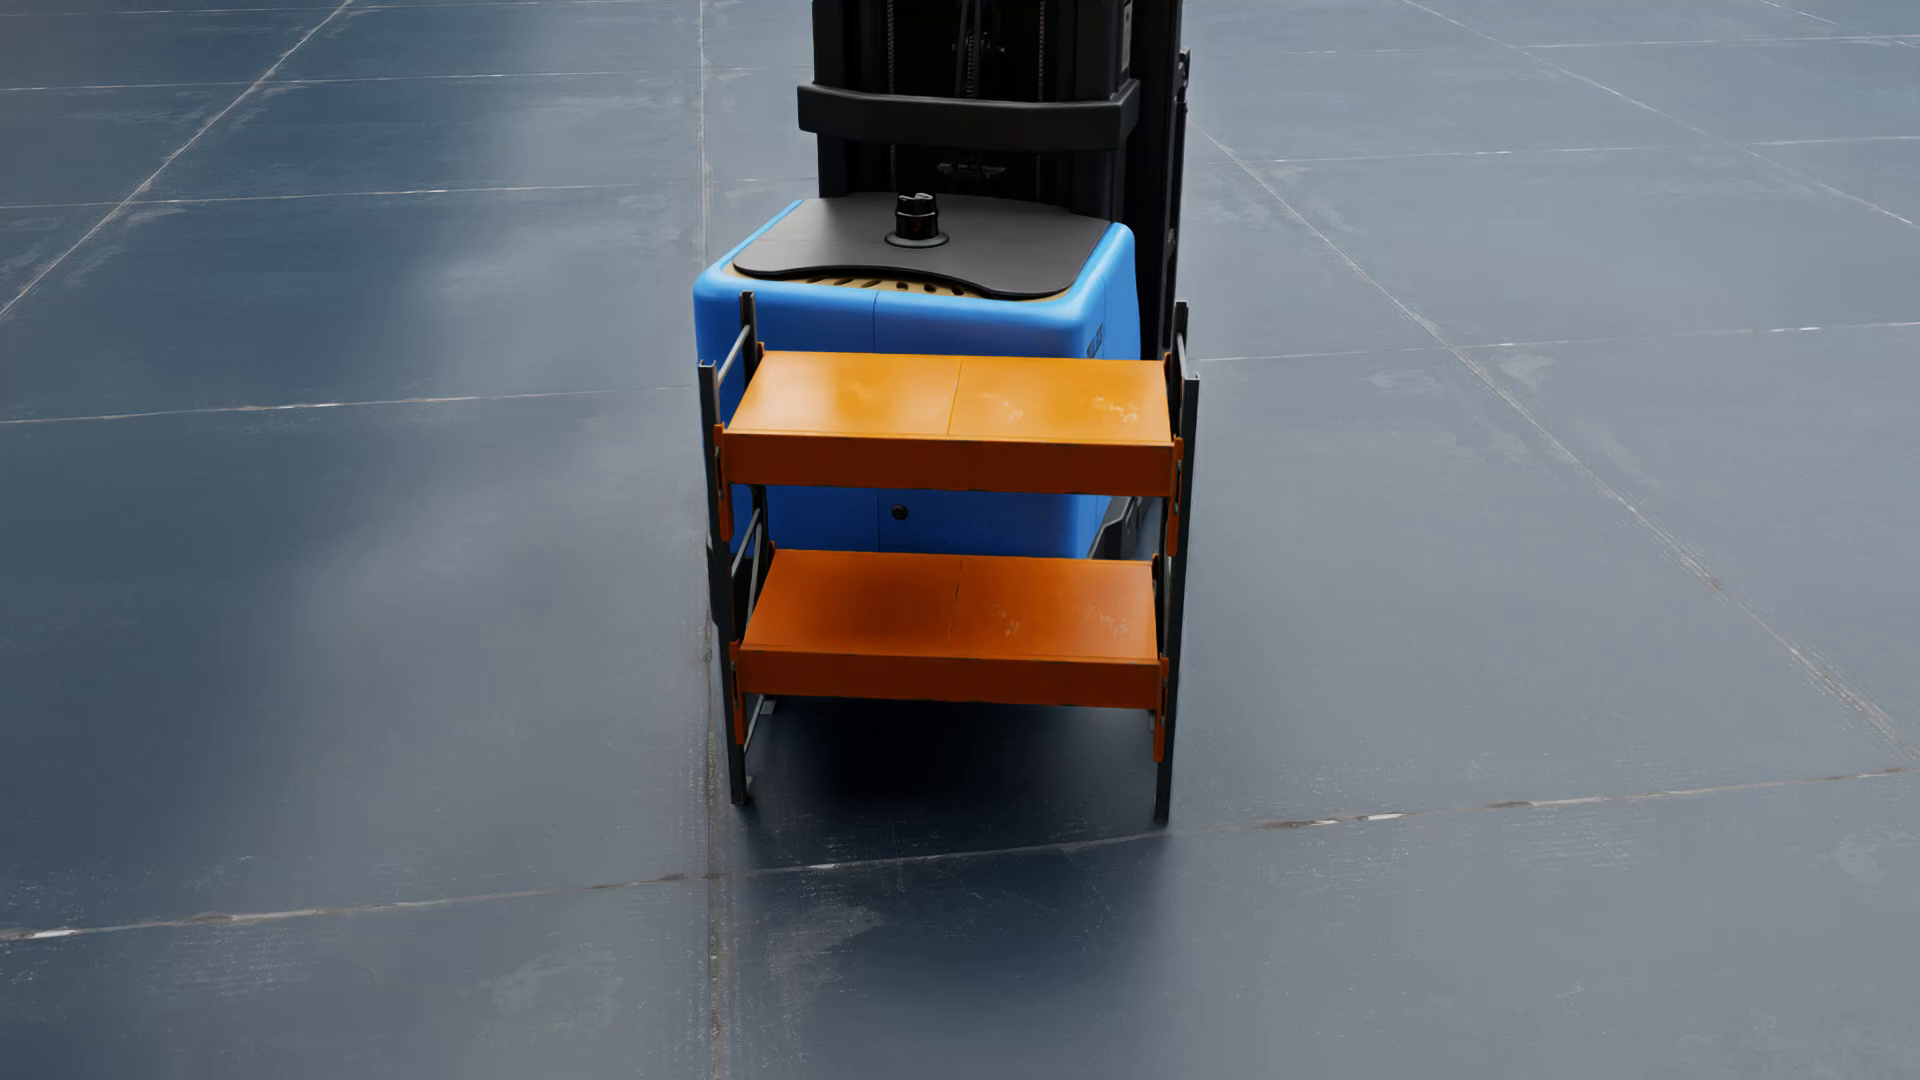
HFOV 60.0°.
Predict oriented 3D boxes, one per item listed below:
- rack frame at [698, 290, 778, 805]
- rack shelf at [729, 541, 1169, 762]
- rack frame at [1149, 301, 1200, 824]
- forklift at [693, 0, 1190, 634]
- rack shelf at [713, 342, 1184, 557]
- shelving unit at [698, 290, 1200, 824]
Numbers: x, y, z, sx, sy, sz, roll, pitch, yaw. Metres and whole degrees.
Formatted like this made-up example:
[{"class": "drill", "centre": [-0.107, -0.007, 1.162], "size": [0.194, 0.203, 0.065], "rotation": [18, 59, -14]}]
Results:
[{"class": "rack frame", "centre": [-0.518, 0.024, 3.970], "size": [0.032, 1.125, 0.500], "rotation": [2, 27, 4]}, {"class": "rack shelf", "centre": [-0.011, 0.258, 4.049], "size": [1.000, 0.278, 0.538], "rotation": [2, 27, 4]}, {"class": "rack frame", "centre": [0.496, 0.057, 3.905], "size": [0.032, 1.125, 0.500], "rotation": [2, 27, 4]}, {"class": "forklift", "centre": [0.173, -1.602, 5.162], "size": [1.130, 2.935, 3.031], "rotation": [7, 28, 13]}, {"class": "rack shelf", "centre": [-0.011, -0.220, 3.804], "size": [1.000, 0.278, 0.538], "rotation": [2, 27, 4]}, {"class": "shelving unit", "centre": [-0.011, 0.041, 3.938], "size": [1.048, 1.125, 0.538], "rotation": [2, 27, 4]}]
